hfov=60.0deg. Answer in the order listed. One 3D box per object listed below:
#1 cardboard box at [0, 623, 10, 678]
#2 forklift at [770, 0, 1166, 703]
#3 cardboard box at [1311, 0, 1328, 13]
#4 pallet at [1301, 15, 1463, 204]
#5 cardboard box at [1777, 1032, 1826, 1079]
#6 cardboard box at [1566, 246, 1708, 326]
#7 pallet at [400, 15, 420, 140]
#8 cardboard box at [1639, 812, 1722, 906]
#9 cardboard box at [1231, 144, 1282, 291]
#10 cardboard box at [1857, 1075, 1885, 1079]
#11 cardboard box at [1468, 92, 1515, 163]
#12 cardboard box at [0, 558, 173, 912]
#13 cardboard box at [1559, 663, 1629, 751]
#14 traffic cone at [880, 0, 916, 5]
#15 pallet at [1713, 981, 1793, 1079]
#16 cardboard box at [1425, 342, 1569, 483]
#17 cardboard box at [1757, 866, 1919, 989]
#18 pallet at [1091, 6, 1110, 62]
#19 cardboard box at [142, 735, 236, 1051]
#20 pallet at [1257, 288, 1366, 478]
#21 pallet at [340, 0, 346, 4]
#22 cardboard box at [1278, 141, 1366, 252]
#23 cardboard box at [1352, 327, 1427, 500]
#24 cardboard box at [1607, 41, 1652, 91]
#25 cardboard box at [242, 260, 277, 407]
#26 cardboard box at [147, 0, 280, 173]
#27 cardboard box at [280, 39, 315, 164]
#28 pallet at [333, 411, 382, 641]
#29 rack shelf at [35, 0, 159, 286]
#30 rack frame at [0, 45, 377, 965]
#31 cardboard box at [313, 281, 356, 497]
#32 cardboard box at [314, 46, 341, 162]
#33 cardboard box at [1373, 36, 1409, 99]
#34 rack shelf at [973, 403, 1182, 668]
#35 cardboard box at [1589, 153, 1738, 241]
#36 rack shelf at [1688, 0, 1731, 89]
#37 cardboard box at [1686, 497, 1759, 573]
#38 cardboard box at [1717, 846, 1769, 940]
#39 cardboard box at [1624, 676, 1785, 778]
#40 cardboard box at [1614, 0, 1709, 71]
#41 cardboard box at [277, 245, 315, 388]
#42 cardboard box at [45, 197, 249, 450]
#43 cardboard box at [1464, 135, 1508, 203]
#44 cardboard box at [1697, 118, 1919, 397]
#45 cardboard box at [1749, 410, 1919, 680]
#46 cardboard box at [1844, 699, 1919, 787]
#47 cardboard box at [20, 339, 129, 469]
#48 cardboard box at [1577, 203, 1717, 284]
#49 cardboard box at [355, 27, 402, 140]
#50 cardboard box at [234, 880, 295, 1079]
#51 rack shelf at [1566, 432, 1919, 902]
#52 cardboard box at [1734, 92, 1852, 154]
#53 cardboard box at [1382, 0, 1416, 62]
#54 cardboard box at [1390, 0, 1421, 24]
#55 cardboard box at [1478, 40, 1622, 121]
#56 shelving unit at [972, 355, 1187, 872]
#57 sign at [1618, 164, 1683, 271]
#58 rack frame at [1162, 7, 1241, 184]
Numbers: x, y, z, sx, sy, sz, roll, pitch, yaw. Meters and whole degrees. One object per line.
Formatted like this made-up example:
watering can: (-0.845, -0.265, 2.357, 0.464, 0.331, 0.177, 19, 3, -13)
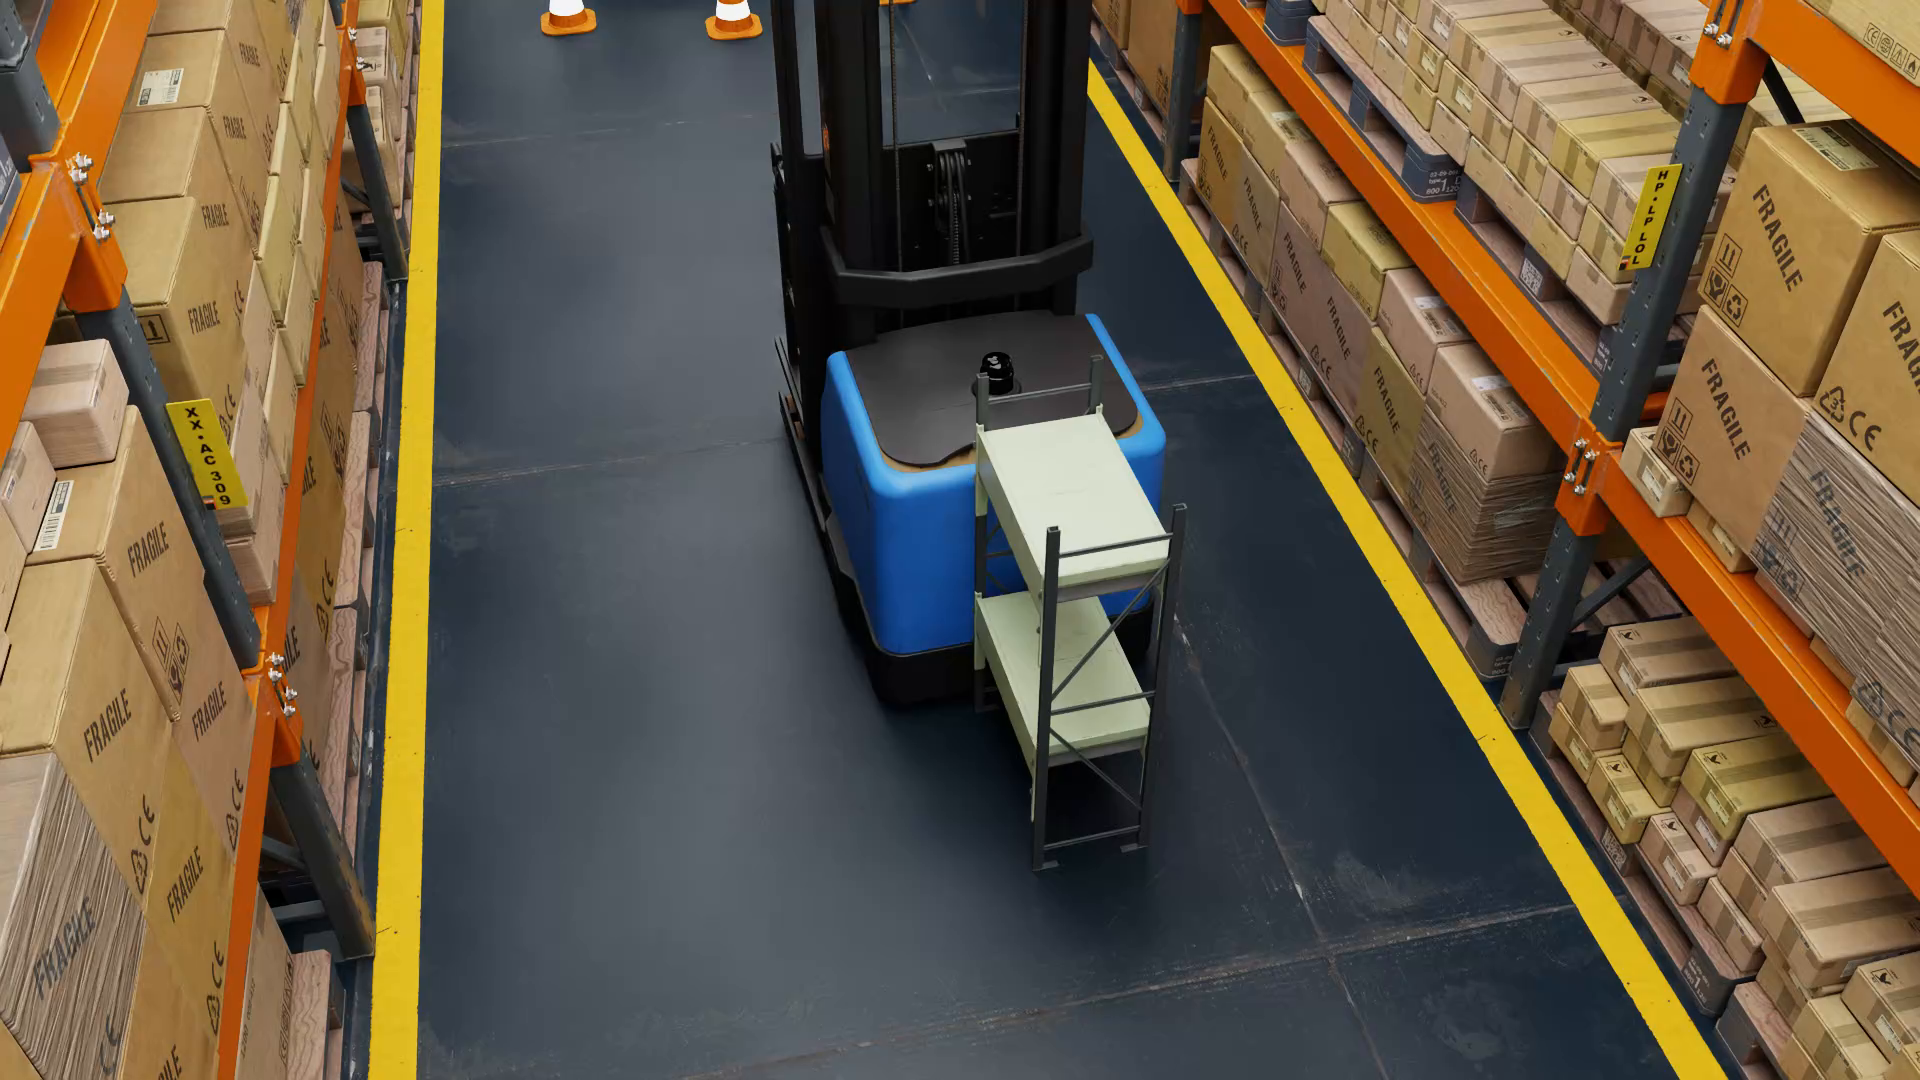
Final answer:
cardboard box: (-1.908, 0.242, 2.900, 0.380, 0.149, 0.250, -9, 42, -10)
forklift: (-0.161, -1.500, 6.232, 1.130, 2.935, 3.031, -10, 43, -11)
cardboard box: (1.672, -2.357, 7.019, 0.380, 0.149, 0.250, -7, 42, -7)
pallet: (2.063, -1.787, 6.648, 1.003, 0.211, 1.213, -8, 42, -9)
cardboard box: (2.544, 1.483, 4.651, 0.380, 0.149, 0.250, -9, 42, -10)
cardboard box: (2.180, -0.836, 5.305, 0.380, 0.149, 0.250, -9, 42, -10)
pallet: (-3.643, -2.615, 9.537, 1.003, 0.211, 1.213, -8, 42, -9)
cardboard box: (2.386, 0.974, 5.225, 0.380, 0.149, 0.250, -9, 42, -9)
cardboard box: (1.611, -1.538, 7.790, 0.500, 0.500, 0.500, -8, 42, -9)
cardboard box: (2.568, 1.532, 4.372, 0.380, 0.149, 0.250, -8, 42, -9)
cardboard box: (2.008, -1.456, 5.780, 0.380, 0.149, 0.250, -10, 42, -11)
cardboard box: (-1.879, 0.416, 3.193, 0.500, 0.500, 0.500, -9, 42, -10)
cardboard box: (2.225, 0.535, 5.495, 0.380, 0.149, 0.250, -7, 42, -7)
traffic cone: (-0.452, -3.695, 10.564, 0.336, 0.463, 0.334, -8, 42, -9)
pallet: (2.906, 1.722, 4.651, 1.003, 0.211, 1.213, -8, 42, -9)
cardboard box: (2.052, -0.493, 6.047, 0.500, 0.250, 0.500, -9, 42, -10)
cardboard box: (2.489, 1.082, 4.654, 0.380, 0.149, 0.250, -7, 42, -8)
pallet: (1.239, -3.405, 10.426, 1.003, 0.211, 1.213, -8, 42, -9)
cardboard box: (-1.886, 0.791, 3.525, 0.500, 0.500, 0.500, -9, 42, -10)
pallet: (2.023, -0.798, 7.489, 1.003, 0.211, 1.213, -8, 42, -9)
pallet: (-3.473, -2.737, 7.718, 1.213, 0.211, 1.003, -8, 42, -9)
cardboard box: (1.712, -1.506, 7.189, 0.500, 0.250, 0.500, -8, 42, -9)
cardboard box: (1.943, -0.542, 6.668, 0.500, 0.500, 0.500, -9, 42, -10)
cardboard box: (2.592, -1.717, 6.074, 0.380, 0.149, 0.250, -7, 42, -8)
cardboard box: (-2.312, -0.559, 4.857, 0.500, 0.250, 0.500, -8, 42, -9)
cardboard box: (-2.527, -1.492, 5.343, 0.500, 0.500, 0.500, -9, 42, -10)
cardboard box: (-2.618, -1.554, 5.978, 0.500, 0.250, 0.500, -9, 42, -10)
pallet: (-2.859, -0.008, 6.600, 1.003, 0.211, 1.213, -8, 42, -9)
rack shelf: (-2.784, -1.918, 4.933, 1.077, 0.370, 4.000, -8, 42, -9)
rack frame: (-2.352, 0.231, 4.230, 1.000, 3.000, 0.127, -8, 42, -9)
cardboard box: (-2.959, -0.686, 6.547, 0.875, 0.875, 0.875, -8, 42, -9)
cardboard box: (-2.727, -1.686, 6.503, 0.500, 0.250, 0.500, -8, 42, -9)
cardboard box: (1.838, -1.853, 6.450, 0.380, 0.149, 0.250, -10, 42, -11)
rack shelf: (0.339, -0.027, 5.063, 0.431, 0.370, 0.720, -10, 43, -11)
cardboard box: (2.182, -1.061, 5.111, 0.380, 0.149, 0.250, -7, 42, -7)
rack shelf: (2.028, -2.693, 5.806, 1.077, 0.370, 4.000, -8, 42, -9)
cardboard box: (2.329, -0.062, 4.750, 0.380, 0.149, 0.250, -7, 42, -8)
cardboard box: (2.511, 1.015, 4.955, 0.380, 0.149, 0.250, -10, 43, -11)
cardboard box: (2.333, 0.583, 5.217, 0.380, 0.149, 0.250, -6, 42, -7)
cardboard box: (2.597, -1.825, 5.971, 0.380, 0.149, 0.250, -9, 42, -10)
cardboard box: (-2.398, -0.705, 5.398, 0.500, 0.250, 0.500, -9, 42, -10)
cardboard box: (-2.167, -0.506, 4.233, 0.500, 0.500, 0.500, -8, 42, -9)
cardboard box: (2.018, -1.328, 5.860, 0.380, 0.149, 0.250, -10, 43, -11)
cardboard box: (2.319, -0.739, 4.270, 0.500, 0.500, 0.500, -7, 42, -8)
cardboard box: (2.434, -0.015, 4.208, 0.500, 0.500, 0.500, -8, 42, -9)
cardboard box: (2.481, 0.453, 4.170, 0.380, 0.149, 0.250, -8, 42, -8)
cardboard box: (-1.975, -0.269, 3.476, 0.380, 0.149, 0.250, -9, 42, -10)
cardboard box: (2.181, -0.948, 5.207, 0.380, 0.149, 0.250, -7, 42, -8)
cardboard box: (-3.495, -2.381, 8.836, 0.950, 0.372, 0.625, -9, 42, -10)
cardboard box: (-2.322, 1.455, 4.465, 0.875, 0.438, 0.875, -9, 42, -10)
rack shelf: (2.891, 1.022, 3.881, 1.077, 0.370, 4.000, -8, 42, -9)
cardboard box: (2.757, -1.330, 5.414, 0.380, 0.149, 0.250, -7, 42, -8)
cardboard box: (1.846, -1.960, 6.347, 0.380, 0.149, 0.250, -7, 42, -8)
cardboard box: (1.842, -2.081, 6.259, 0.380, 0.149, 0.250, -9, 42, -10)
cardboard box: (2.012, -1.573, 5.688, 0.380, 0.149, 0.250, -8, 42, -9)
shelving unit: (0.339, 0.265, 5.322, 0.431, 1.500, 0.755, -10, 43, -11)
sign: (1.918, -0.895, 4.626, 0.100, 0.325, 0.005, -8, 42, -9)
rack frame: (1.596, -3.136, 8.024, 1.000, 3.000, 0.127, -8, 42, -9)
